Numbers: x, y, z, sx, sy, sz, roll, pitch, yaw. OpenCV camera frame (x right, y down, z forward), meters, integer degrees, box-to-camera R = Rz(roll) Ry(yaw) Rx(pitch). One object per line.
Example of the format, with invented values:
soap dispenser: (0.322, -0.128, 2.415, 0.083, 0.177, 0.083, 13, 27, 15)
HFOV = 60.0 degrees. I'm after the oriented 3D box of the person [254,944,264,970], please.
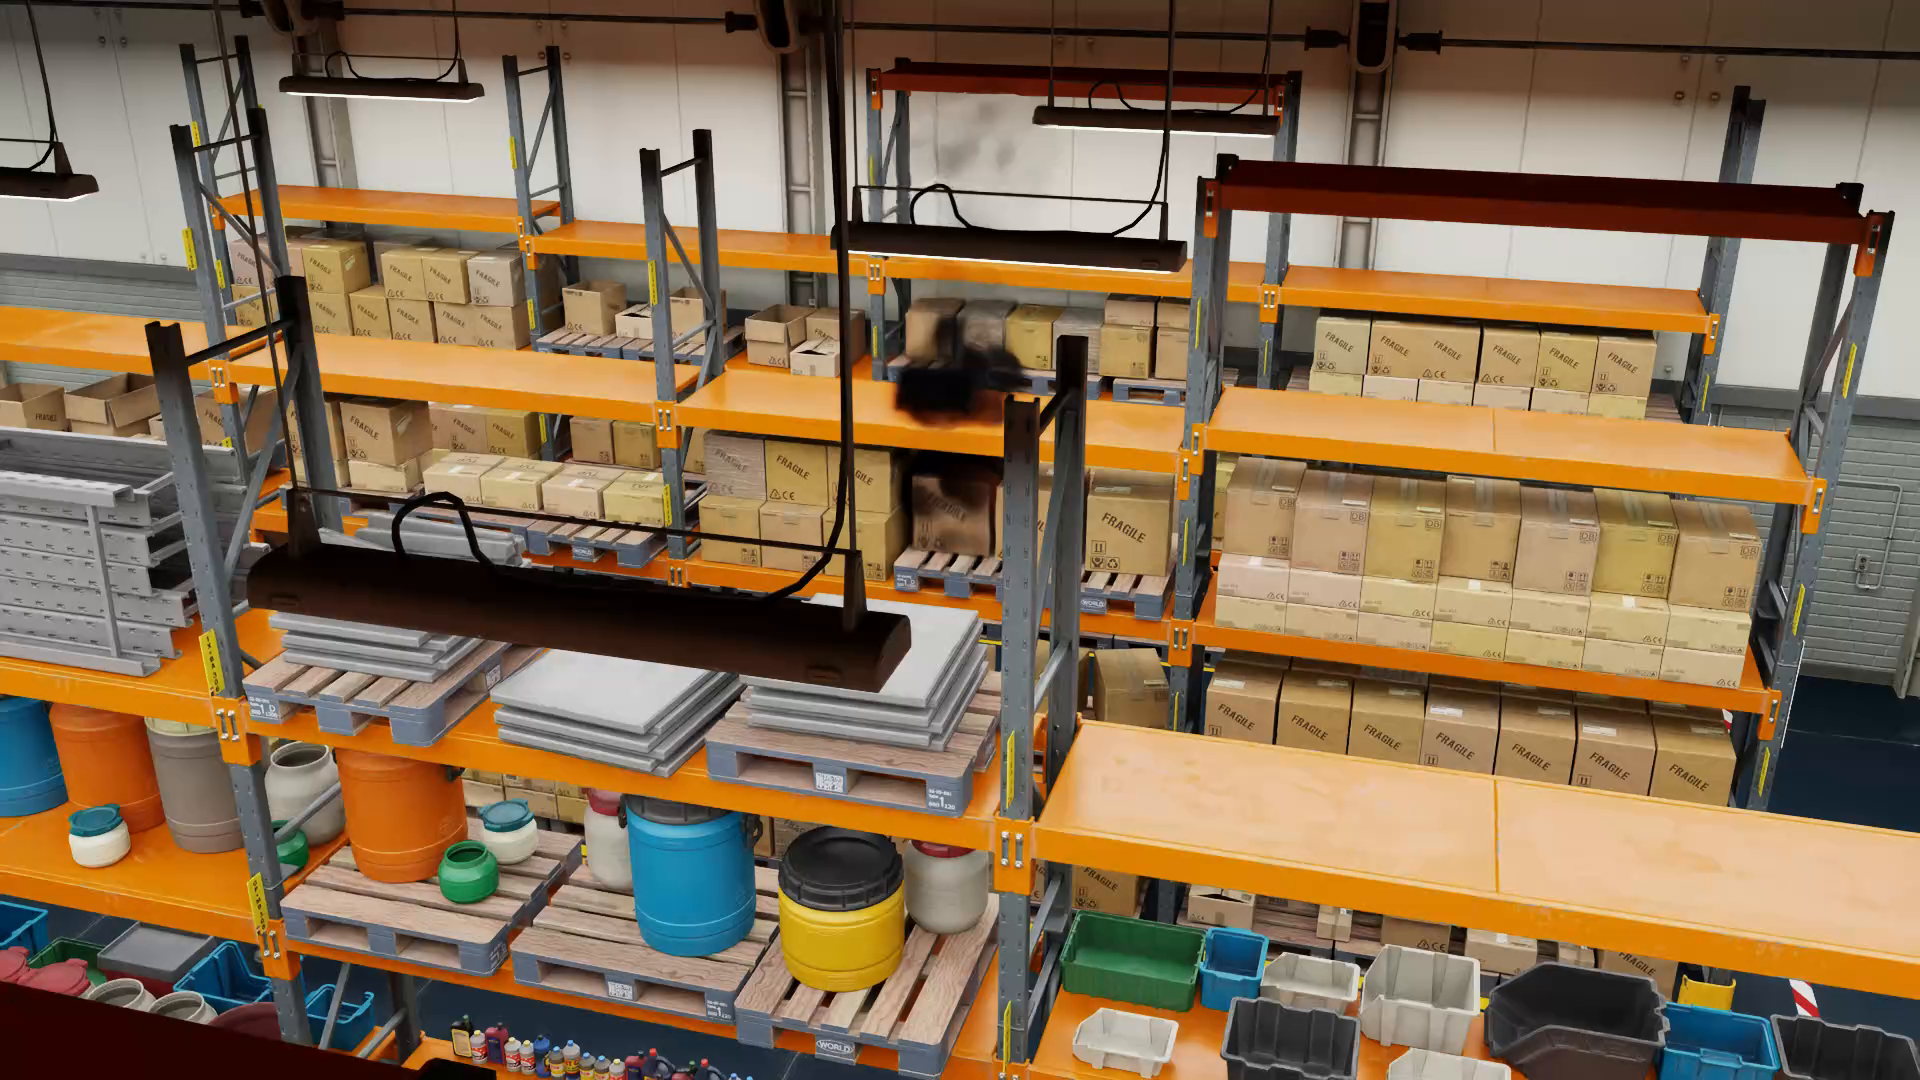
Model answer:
person: (-5.446, 2.510, 12.571, 0.614, 1.692, 0.674, 3, 23, 6)
